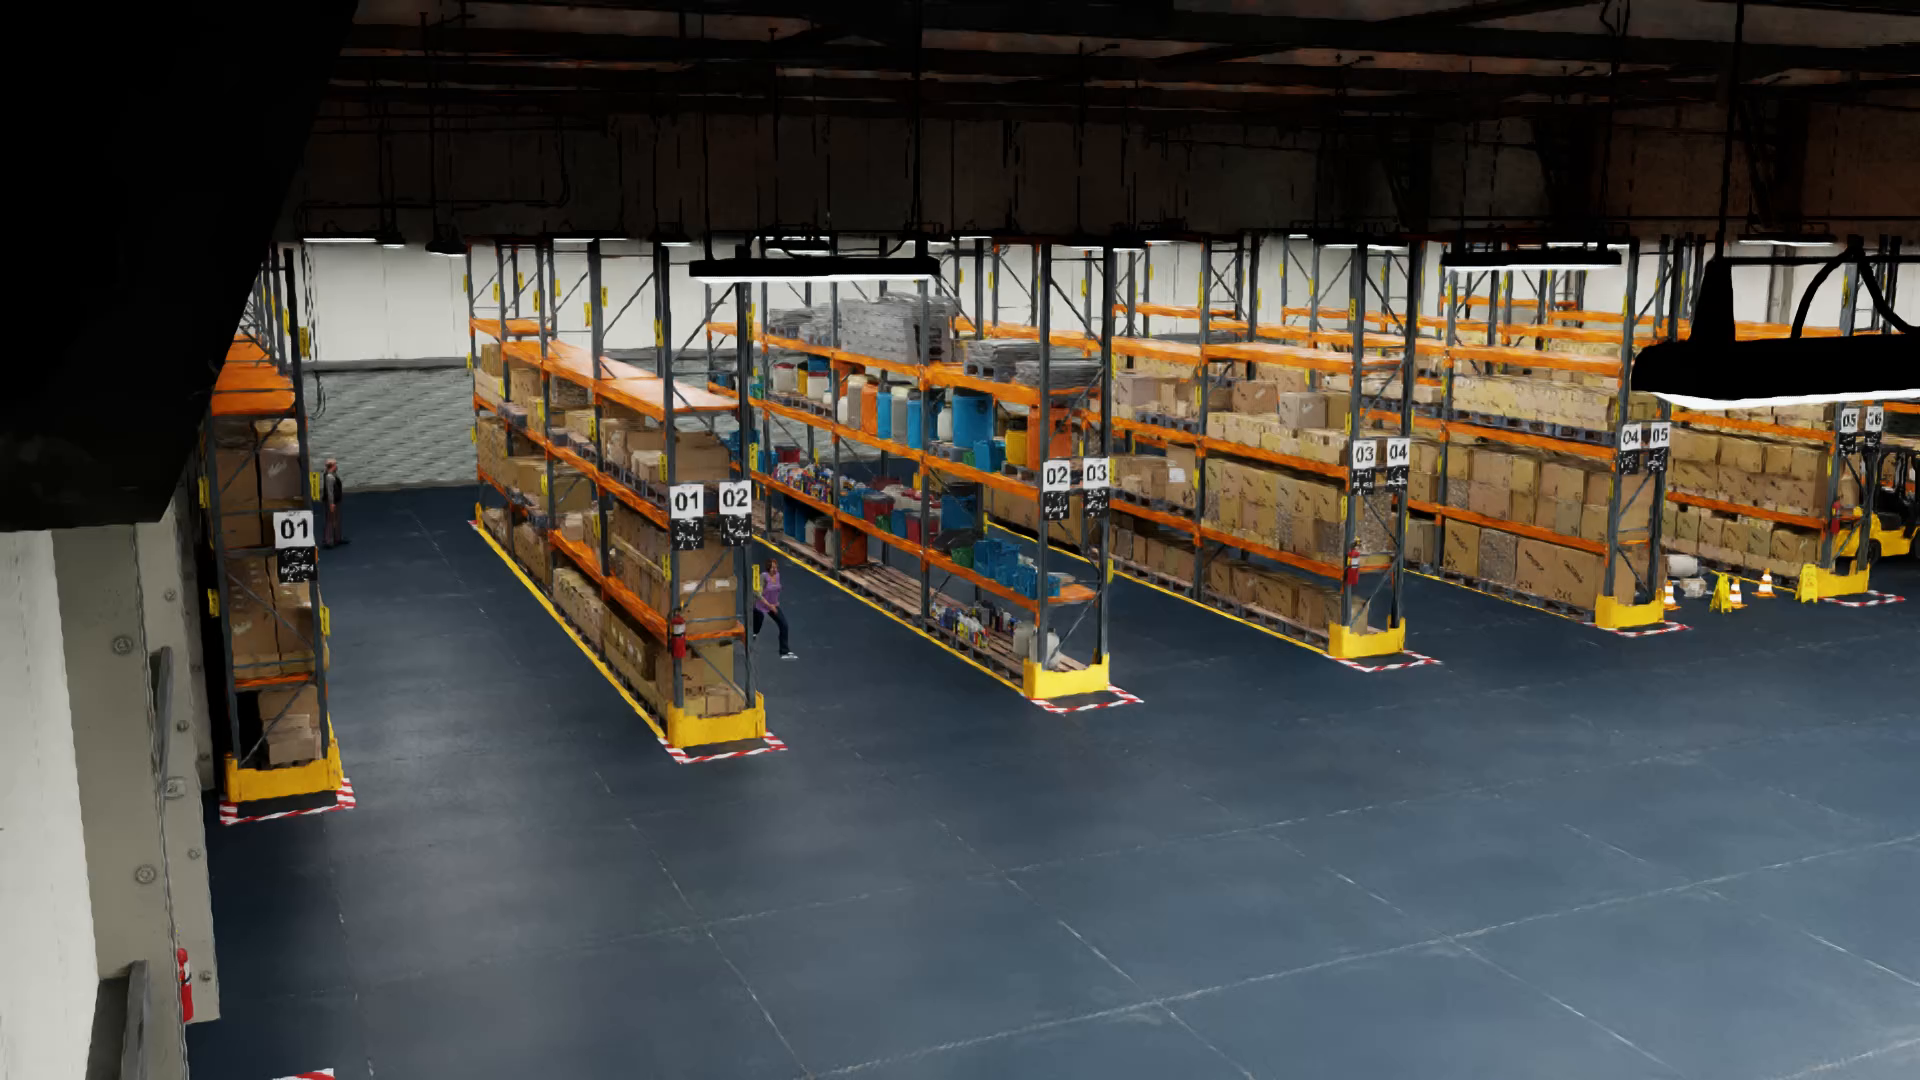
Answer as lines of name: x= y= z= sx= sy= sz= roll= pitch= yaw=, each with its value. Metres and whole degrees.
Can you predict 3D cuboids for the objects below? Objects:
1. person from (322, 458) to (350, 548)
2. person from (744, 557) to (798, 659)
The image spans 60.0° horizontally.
person: x=-12.207 y=-0.736 z=32.367 sx=0.479 sy=1.721 sz=0.621 roll=-3 pitch=11 yaw=-17
person: x=-2.780 y=0.981 z=24.028 sx=0.568 sy=1.514 sz=0.780 roll=-10 pitch=15 yaw=-42
